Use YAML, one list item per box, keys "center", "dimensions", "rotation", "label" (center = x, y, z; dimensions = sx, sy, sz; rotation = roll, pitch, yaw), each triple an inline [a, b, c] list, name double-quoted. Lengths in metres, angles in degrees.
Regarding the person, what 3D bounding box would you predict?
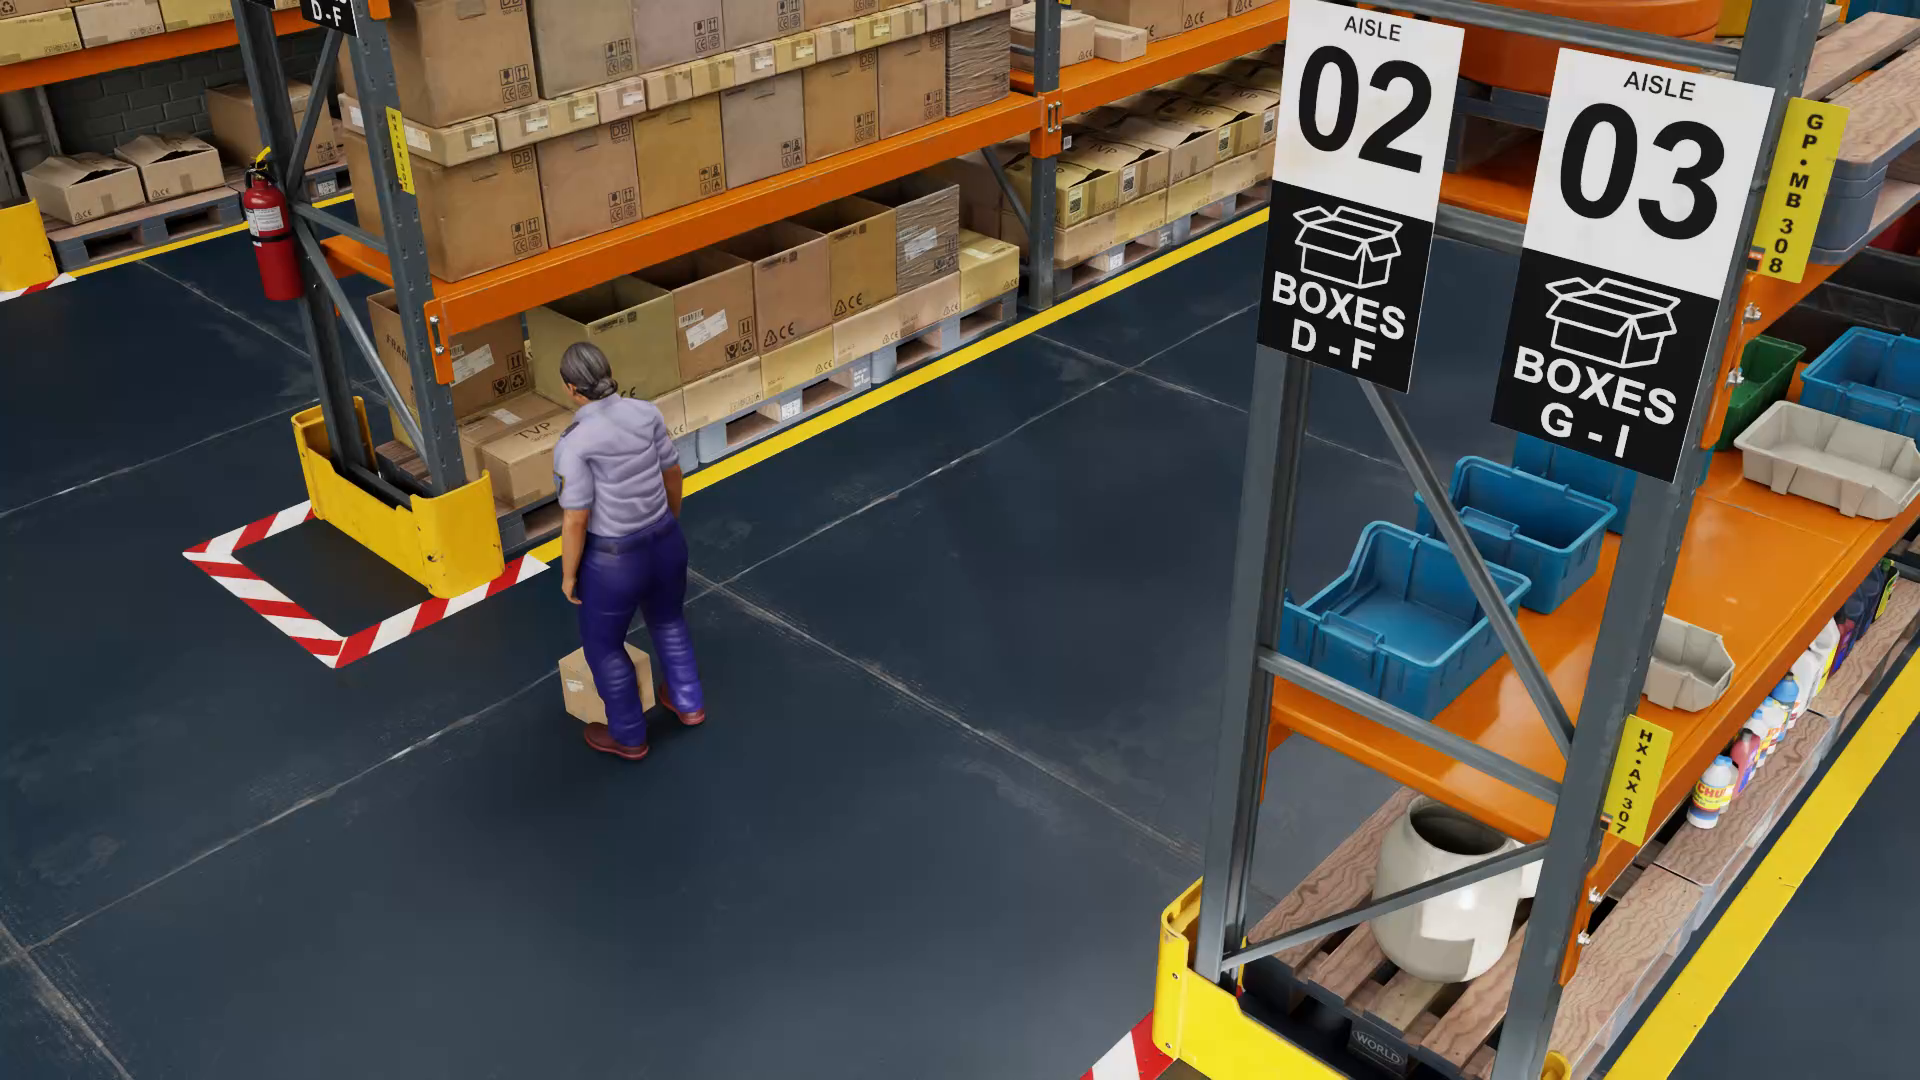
- center: [-1.212, 0.052, 6.061]
  dimensions: [0.367, 1.647, 0.547]
  rotation: [25, 39, 34]
  label: "person"
